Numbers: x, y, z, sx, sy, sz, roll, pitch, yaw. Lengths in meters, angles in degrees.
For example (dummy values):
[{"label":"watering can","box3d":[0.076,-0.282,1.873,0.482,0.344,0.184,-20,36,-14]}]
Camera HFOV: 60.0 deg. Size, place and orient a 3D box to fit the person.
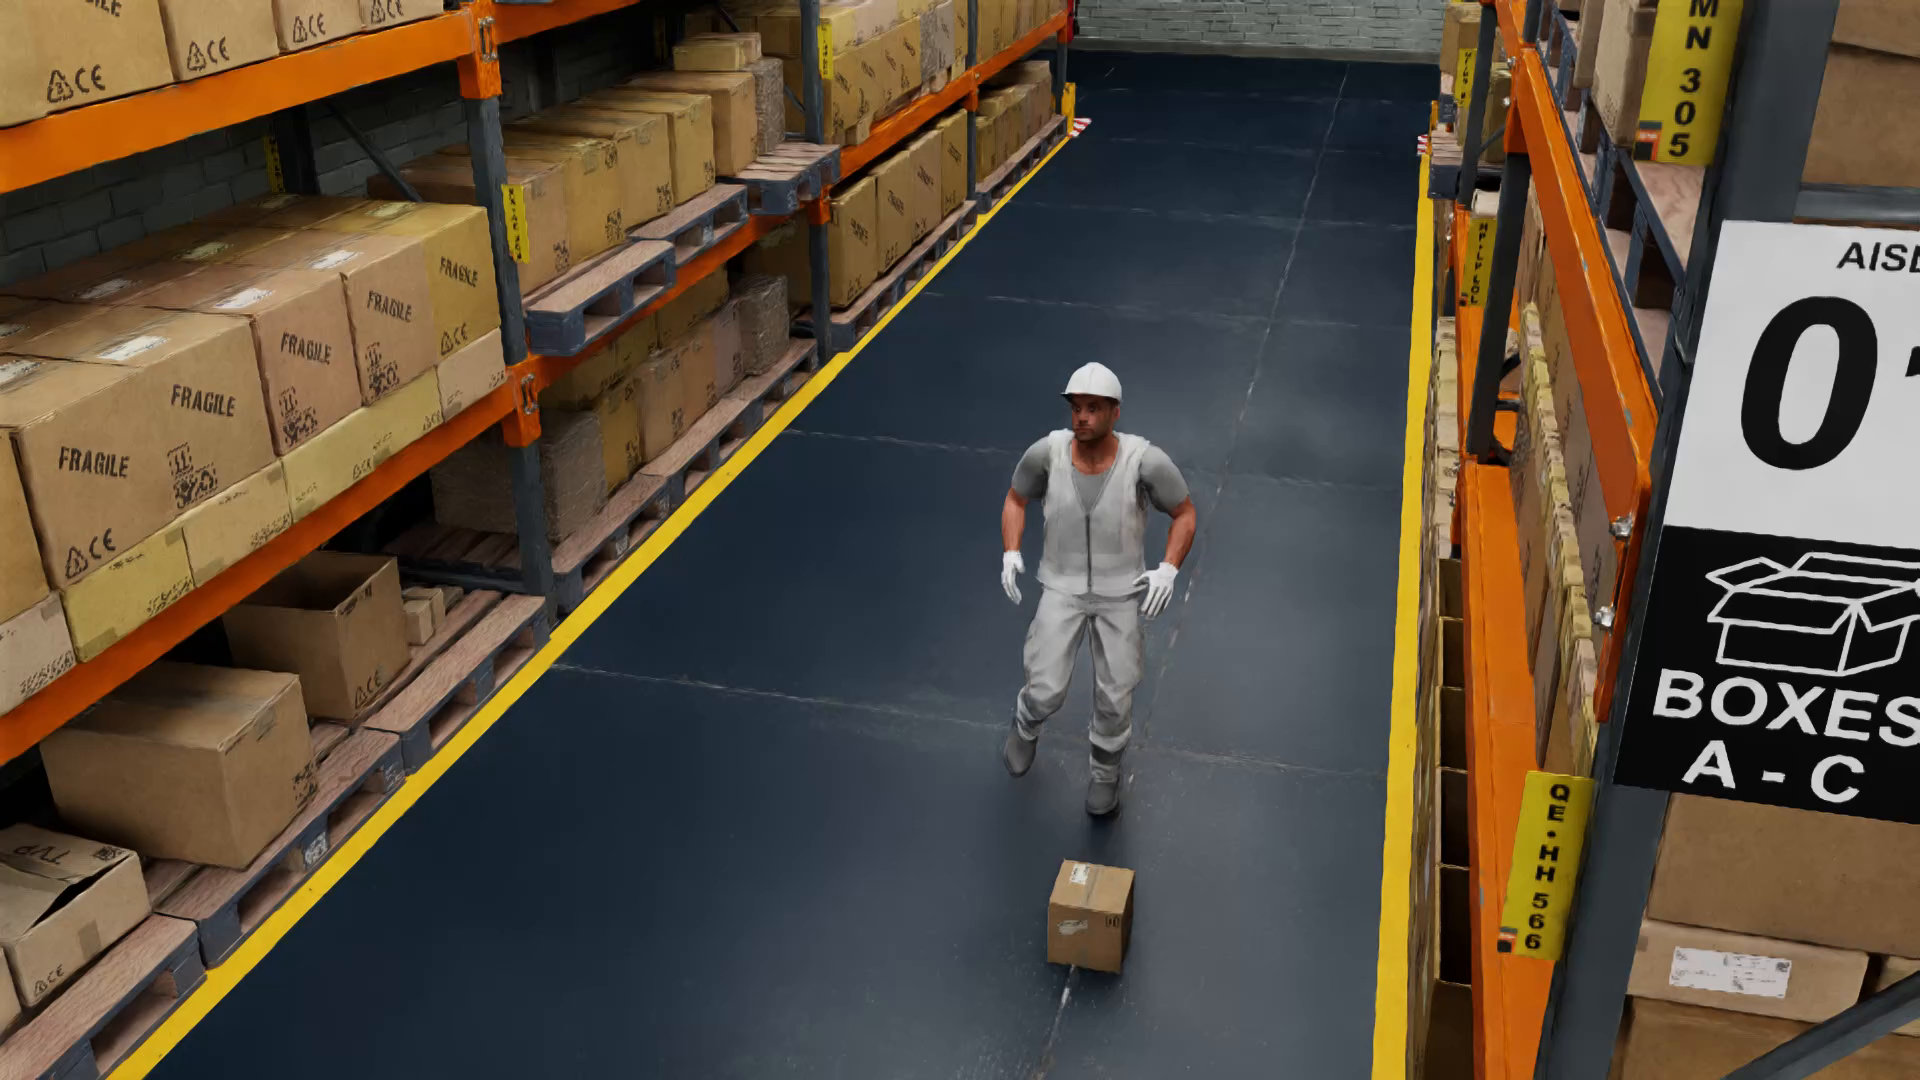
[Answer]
[{"label":"person","box3d":[0.502,0.206,6.182,0.724,1.749,0.485,2,25,5]}]
